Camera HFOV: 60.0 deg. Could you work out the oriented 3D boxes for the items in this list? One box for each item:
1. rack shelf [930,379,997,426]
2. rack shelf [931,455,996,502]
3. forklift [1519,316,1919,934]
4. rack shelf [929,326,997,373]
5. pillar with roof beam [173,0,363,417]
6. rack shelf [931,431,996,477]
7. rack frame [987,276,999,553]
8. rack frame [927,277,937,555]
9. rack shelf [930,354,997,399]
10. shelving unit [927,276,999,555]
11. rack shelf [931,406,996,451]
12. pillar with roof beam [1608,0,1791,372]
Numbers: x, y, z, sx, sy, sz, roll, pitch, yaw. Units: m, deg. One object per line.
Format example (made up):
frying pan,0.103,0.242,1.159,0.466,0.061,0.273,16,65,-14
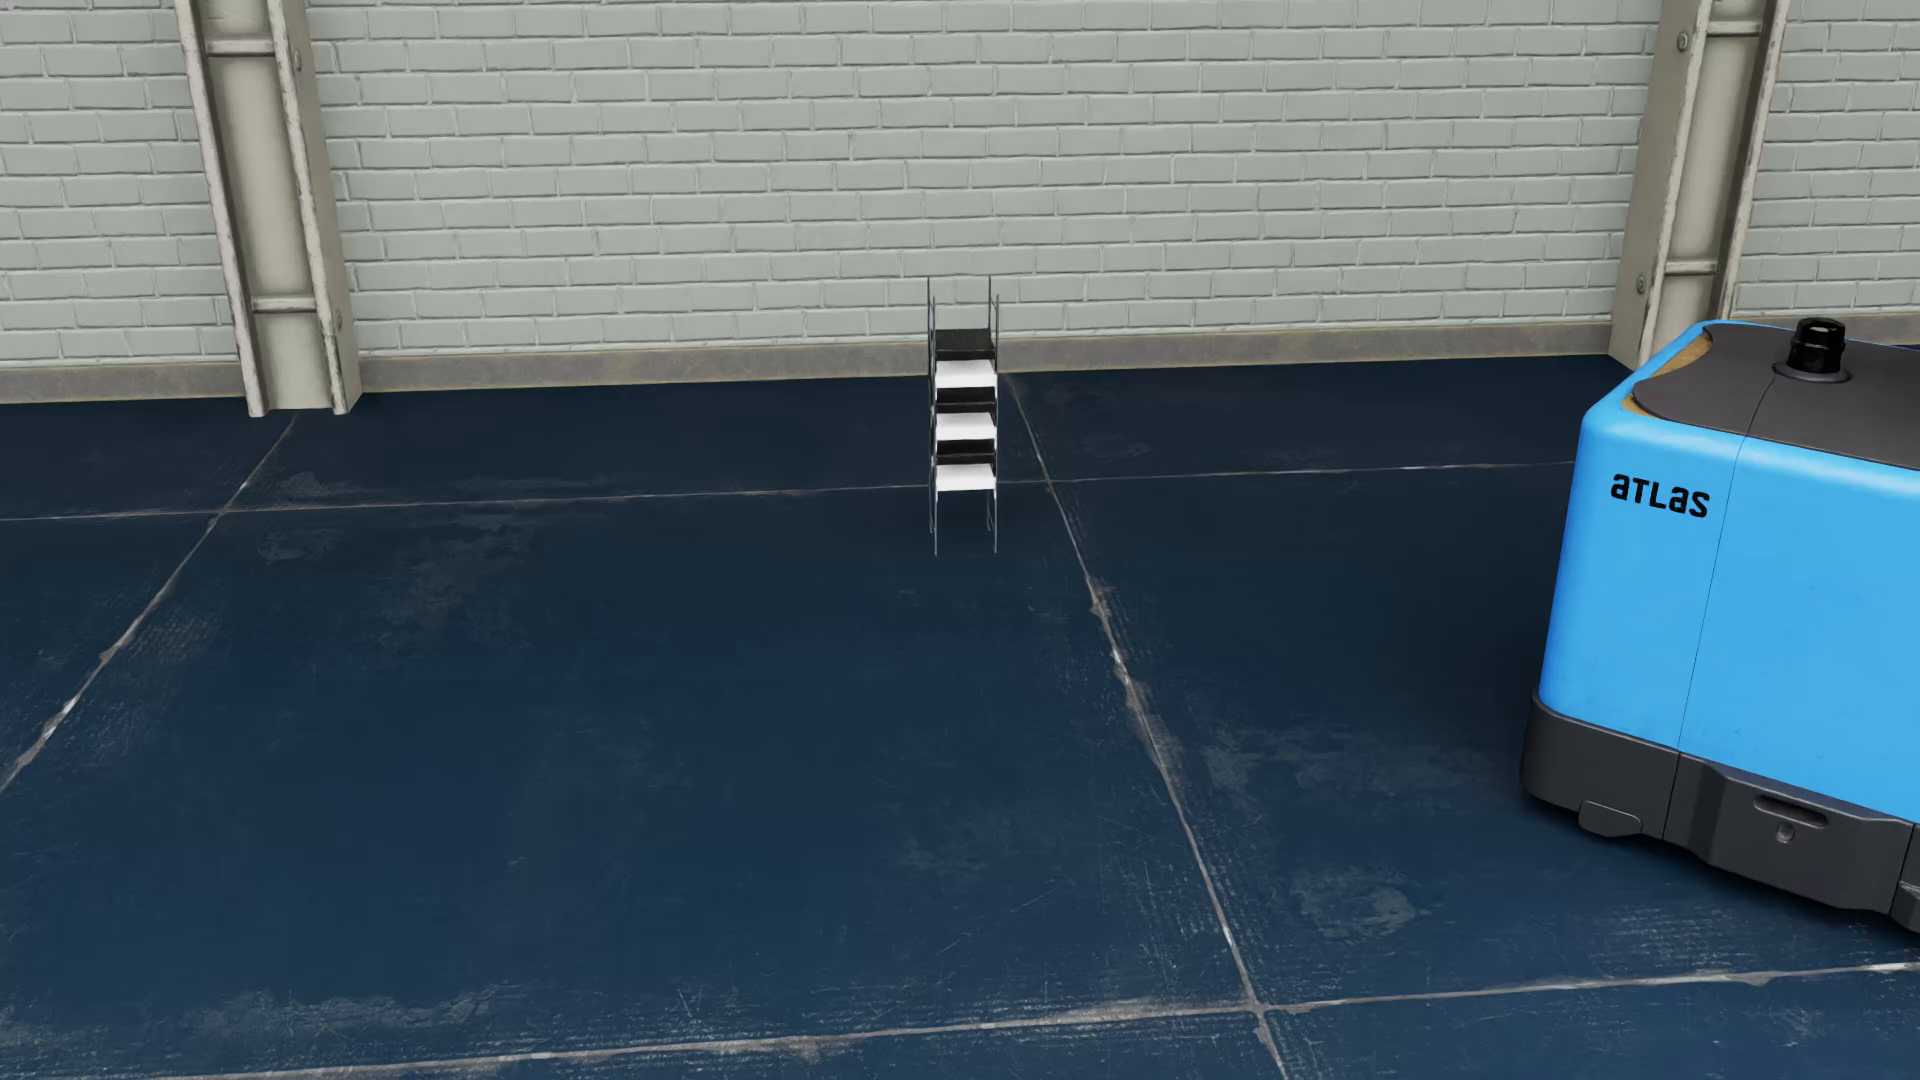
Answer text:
rack shelf,0.008,-0.463,5.545,0.200,0.077,0.258,-2,24,-5
rack shelf,0.008,-0.217,5.655,0.200,0.077,0.258,-2,24,-5
forklift,2.894,-0.449,3.152,3.031,2.935,1.130,17,29,33
rack shelf,0.008,-0.628,5.472,0.200,0.077,0.258,-2,24,-5
pillar with roof beam,-2.344,-2.953,1.313,0.400,9.000,9.100,-2,24,-5
rack shelf,0.008,-0.299,5.618,0.200,0.077,0.258,-2,24,-5
rack frame,0.109,-0.416,5.577,0.006,0.900,0.240,-2,24,-5
rack frame,-0.093,-0.407,5.559,0.006,0.900,0.240,-2,24,-5
rack shelf,0.008,-0.546,5.508,0.200,0.077,0.258,-2,24,-5
shelving unit,0.008,-0.412,5.568,0.210,0.900,0.258,-2,24,-5
rack shelf,0.008,-0.381,5.581,0.200,0.077,0.258,-2,24,-5
pillar with roof beam,3.627,-3.192,1.852,0.400,9.000,9.100,-2,24,-5
